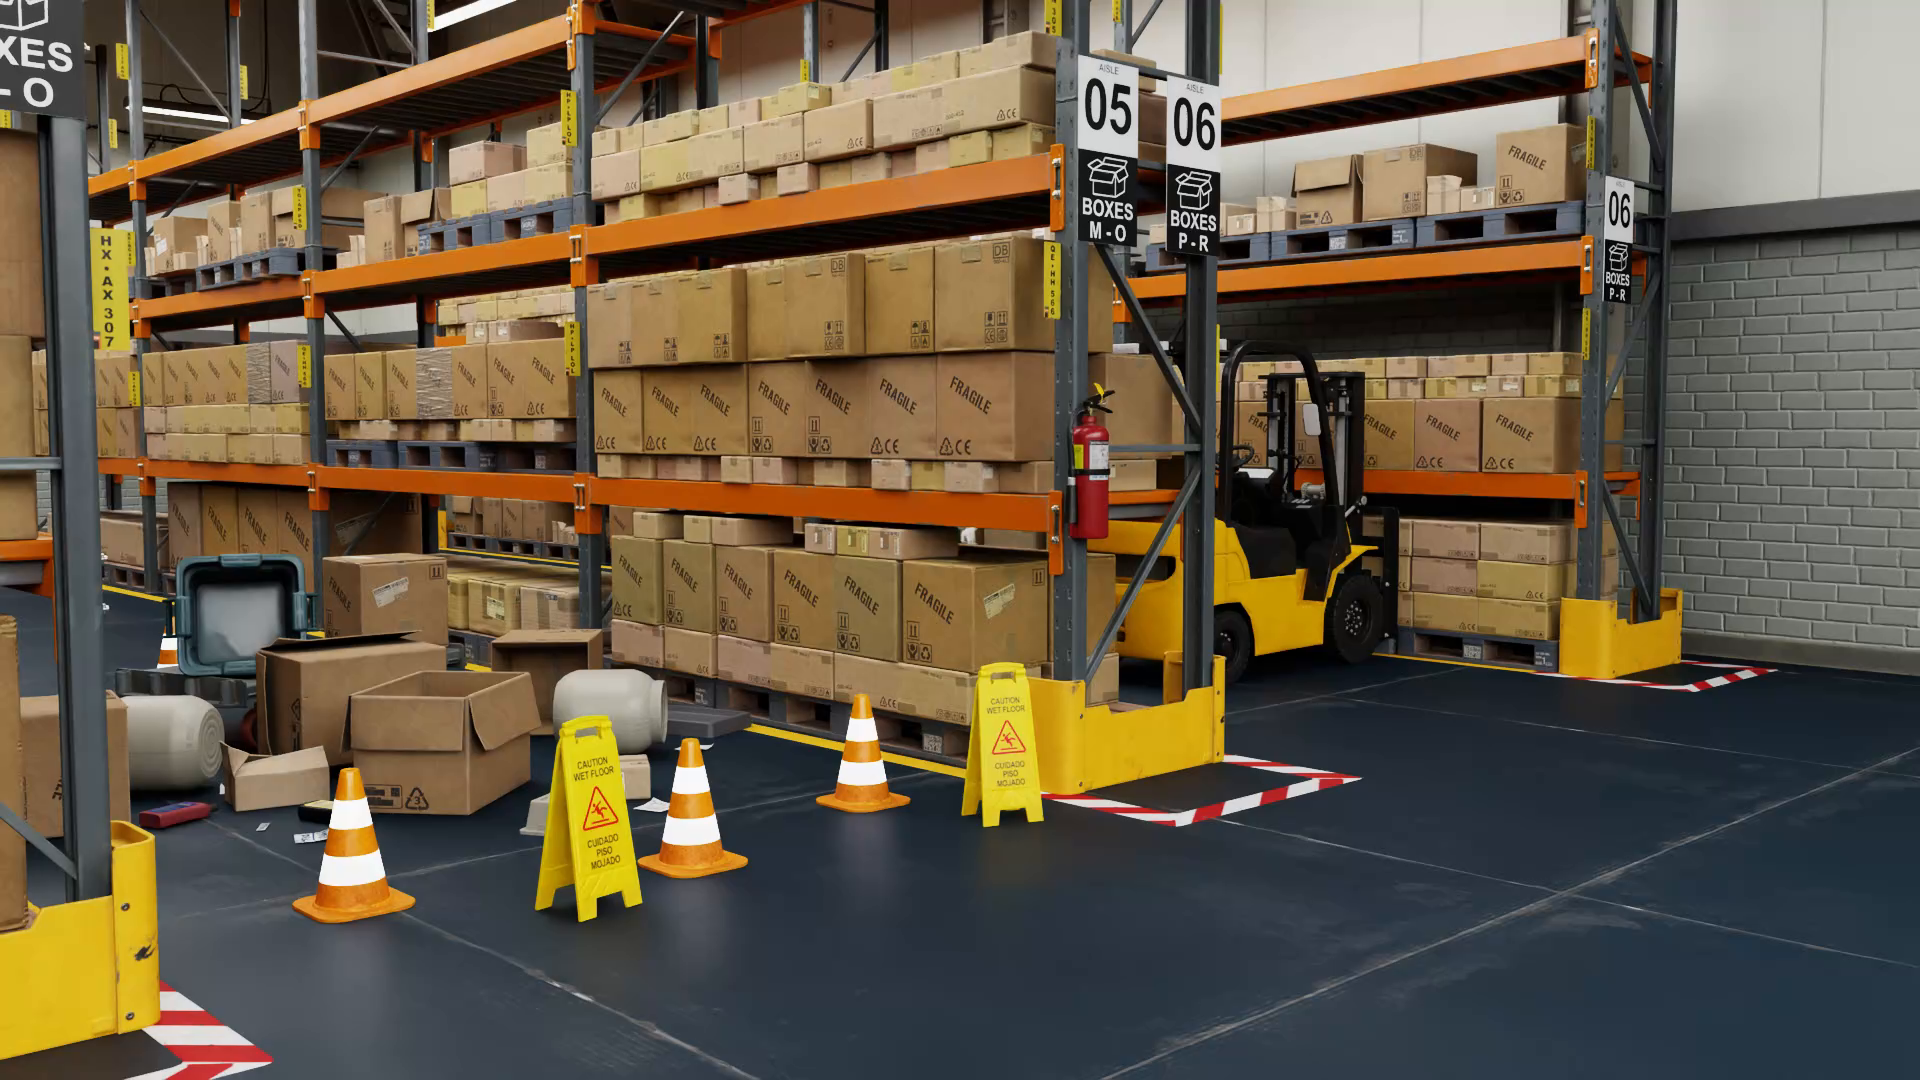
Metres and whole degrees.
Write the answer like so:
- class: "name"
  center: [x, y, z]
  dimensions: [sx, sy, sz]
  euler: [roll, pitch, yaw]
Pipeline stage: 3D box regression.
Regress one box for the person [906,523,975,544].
- class: "person"
  center: [-0.139, -0.065, 11.424]
  dimensions: [0.523, 1.790, 0.318]
  euler: [1, 4, 19]
